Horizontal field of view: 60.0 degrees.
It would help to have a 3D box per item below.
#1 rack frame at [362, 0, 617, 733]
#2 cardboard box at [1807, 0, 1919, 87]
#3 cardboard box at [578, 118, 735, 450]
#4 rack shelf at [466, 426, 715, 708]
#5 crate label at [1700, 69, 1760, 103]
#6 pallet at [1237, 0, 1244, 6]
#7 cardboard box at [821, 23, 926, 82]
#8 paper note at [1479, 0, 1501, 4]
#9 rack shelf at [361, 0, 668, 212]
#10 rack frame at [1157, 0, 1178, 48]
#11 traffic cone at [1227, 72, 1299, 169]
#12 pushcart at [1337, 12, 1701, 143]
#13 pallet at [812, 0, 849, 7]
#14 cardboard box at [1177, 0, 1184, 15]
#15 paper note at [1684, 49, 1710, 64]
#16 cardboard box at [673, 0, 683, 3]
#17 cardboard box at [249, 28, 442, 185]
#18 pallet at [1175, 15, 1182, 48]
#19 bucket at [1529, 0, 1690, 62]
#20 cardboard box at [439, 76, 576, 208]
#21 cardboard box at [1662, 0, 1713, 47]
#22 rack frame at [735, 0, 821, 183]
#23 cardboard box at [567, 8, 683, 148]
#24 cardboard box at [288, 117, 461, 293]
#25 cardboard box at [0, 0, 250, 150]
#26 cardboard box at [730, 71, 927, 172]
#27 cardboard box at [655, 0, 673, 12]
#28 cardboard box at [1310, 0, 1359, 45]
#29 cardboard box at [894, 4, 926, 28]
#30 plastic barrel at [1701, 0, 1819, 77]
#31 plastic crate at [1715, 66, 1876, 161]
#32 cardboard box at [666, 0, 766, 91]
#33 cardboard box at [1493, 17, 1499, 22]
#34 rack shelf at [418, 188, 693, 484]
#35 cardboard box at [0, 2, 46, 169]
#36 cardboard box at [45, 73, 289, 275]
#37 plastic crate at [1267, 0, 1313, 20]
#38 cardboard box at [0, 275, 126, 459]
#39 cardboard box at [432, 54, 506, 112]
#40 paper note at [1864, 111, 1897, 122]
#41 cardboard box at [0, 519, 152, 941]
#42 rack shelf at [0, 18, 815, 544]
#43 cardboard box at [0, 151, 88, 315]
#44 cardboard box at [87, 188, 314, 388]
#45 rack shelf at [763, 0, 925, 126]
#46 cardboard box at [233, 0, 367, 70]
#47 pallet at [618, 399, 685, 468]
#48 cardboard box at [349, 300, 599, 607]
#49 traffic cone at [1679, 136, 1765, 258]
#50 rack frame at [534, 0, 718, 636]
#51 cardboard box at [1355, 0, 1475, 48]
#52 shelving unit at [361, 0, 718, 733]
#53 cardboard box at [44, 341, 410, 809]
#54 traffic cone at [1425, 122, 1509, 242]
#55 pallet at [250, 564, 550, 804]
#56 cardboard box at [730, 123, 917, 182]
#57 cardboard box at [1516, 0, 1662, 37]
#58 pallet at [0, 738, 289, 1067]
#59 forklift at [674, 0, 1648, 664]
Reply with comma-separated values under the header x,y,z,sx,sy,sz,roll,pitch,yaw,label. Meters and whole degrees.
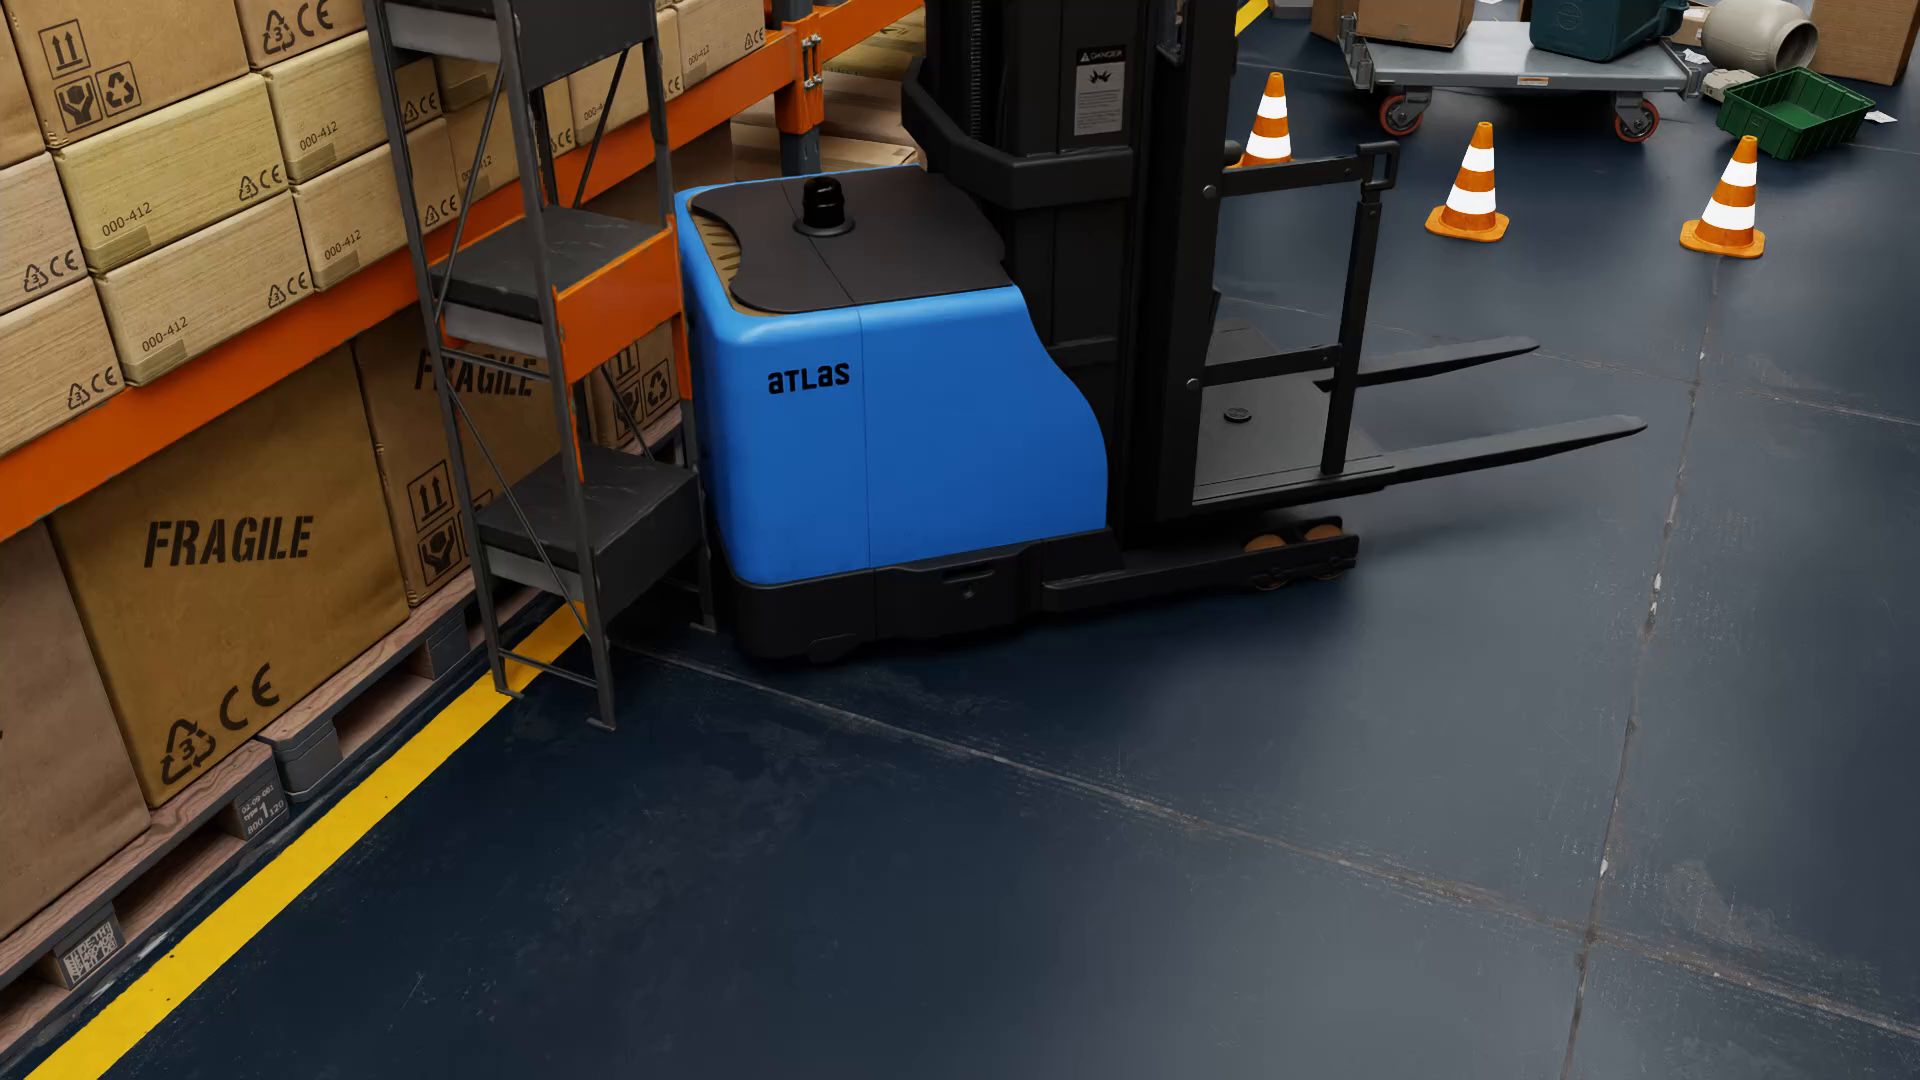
x,y,z,sx,sy,sz,roll,pitch,yaw,label
-1.104,-0.412,3.963,0.400,2.100,0.015,15,36,22,rack frame
4.966,-2.845,9.130,0.500,0.500,0.500,21,39,28,cardboard box
-1.327,-0.936,5.496,0.875,0.875,0.875,14,36,20,cardboard box
-0.996,0.065,4.538,0.431,0.518,0.480,15,36,22,rack shelf
4.073,-2.384,8.761,0.298,0.136,0.250,-9,34,-13,crate label
1.469,-3.752,10.779,1.003,0.211,1.213,14,36,20,pallet
-0.094,-2.075,7.693,0.950,0.372,0.625,15,36,22,cardboard box
3.305,-3.395,10.411,0.148,0.019,0.142,29,43,36,paper note
-0.995,-1.106,3.770,0.431,0.518,0.480,15,36,22,rack shelf
0.711,-3.966,8.562,1.000,3.000,0.127,14,36,20,rack frame
1.463,-1.966,7.826,0.336,0.463,0.334,14,36,20,traffic cone
2.802,-2.371,8.522,1.648,0.377,0.936,3,33,4,pushcart
-0.761,-2.273,6.155,1.213,0.211,1.003,14,36,20,pallet
1.203,-3.223,9.555,0.500,0.250,0.500,13,35,18,cardboard box
4.155,-2.732,9.395,0.172,0.023,0.155,29,43,36,paper note
-0.935,-1.820,4.971,0.500,0.250,0.500,14,36,20,cardboard box
-1.559,-1.046,3.790,0.500,0.250,0.500,13,35,19,cardboard box
0.960,-3.142,9.849,1.003,0.211,1.213,14,36,20,pallet
3.212,-2.744,8.298,0.726,0.611,0.620,29,53,36,bucket
-1.363,-1.094,4.320,0.500,0.250,0.500,14,36,20,cardboard box
4.295,-3.016,9.607,0.396,0.266,0.258,21,39,28,cardboard box
-0.963,-1.973,5.524,1.000,3.000,0.127,14,36,20,rack frame
-1.138,-1.341,4.697,0.500,0.250,0.500,15,36,21,cardboard box
-1.551,-0.834,3.923,0.500,0.250,0.500,14,36,20,cardboard box
-1.791,-1.103,3.194,0.500,0.500,0.500,13,36,19,cardboard box
-0.416,-1.699,7.118,0.950,0.372,0.625,13,36,20,cardboard box
-1.146,-1.564,4.581,0.500,0.250,0.500,13,36,19,cardboard box
2.395,-3.143,9.585,0.500,0.500,0.500,-15,36,-21,cardboard box
0.196,-2.422,8.221,0.950,0.372,0.625,16,37,23,cardboard box
4.330,-2.720,9.012,0.421,0.421,0.512,-15,36,-21,plastic barrel
4.132,-2.116,8.253,0.662,0.188,0.450,-21,49,-29,plastic crate
-0.939,-1.599,5.090,0.500,0.250,0.500,13,35,19,cardboard box
3.001,-2.736,9.180,0.258,0.266,0.396,-9,34,-13,cardboard box
-0.995,-0.521,4.154,0.431,0.518,0.480,15,36,22,rack shelf
-2.003,-0.854,2.814,0.500,0.500,0.500,14,36,20,cardboard box
-1.768,-0.793,3.405,0.500,0.250,0.500,15,36,21,cardboard box
2.112,-3.338,10.269,0.402,0.080,0.583,3,33,4,plastic crate
-1.997,-0.335,3.162,0.500,0.250,0.500,13,36,19,cardboard box
-1.342,-1.304,4.185,0.500,0.250,0.500,13,36,19,cardboard box
4.708,-2.182,8.549,0.147,0.020,0.142,-9,34,-13,paper note
-2.450,0.404,3.452,0.875,0.875,0.875,15,36,22,cardboard box
-1.800,-0.677,4.202,1.077,0.370,4.000,14,36,20,rack shelf
-2.004,-0.548,3.031,0.500,0.250,0.500,15,36,21,cardboard box
-1.769,-0.587,3.546,0.500,0.250,0.500,14,36,20,cardboard box
-0.126,-2.669,7.241,1.077,0.370,4.000,14,36,20,rack shelf
-1.581,-1.362,3.589,0.500,0.500,0.500,14,36,20,cardboard box
-1.361,-0.432,5.716,1.003,0.211,1.213,14,36,20,pallet
-1.704,-0.492,4.820,0.875,0.875,0.875,15,36,21,cardboard box
3.316,-1.498,7.113,0.336,0.463,0.334,14,36,20,traffic cone
-0.887,-0.652,4.329,0.400,2.100,0.015,15,36,22,rack frame
2.340,-2.844,8.440,0.500,0.500,0.500,14,36,20,cardboard box
-0.995,-0.532,4.146,0.431,2.100,0.503,15,36,22,shelving unit
-2.079,-0.047,4.141,0.875,0.875,0.875,15,36,22,cardboard box
2.250,-1.592,7.256,0.336,0.463,0.334,14,36,20,traffic cone
-1.873,0.173,4.793,1.003,0.211,1.213,14,36,20,pallet
-0.717,-1.329,6.555,0.950,0.372,0.625,12,35,17,cardboard box
3.565,-3.047,9.315,0.797,0.637,0.503,14,36,20,cardboard box
-2.382,0.783,3.863,1.003,0.211,1.213,14,36,20,pallet
0.696,-1.340,4.621,3.031,2.935,1.130,-10,34,-14,forklift
